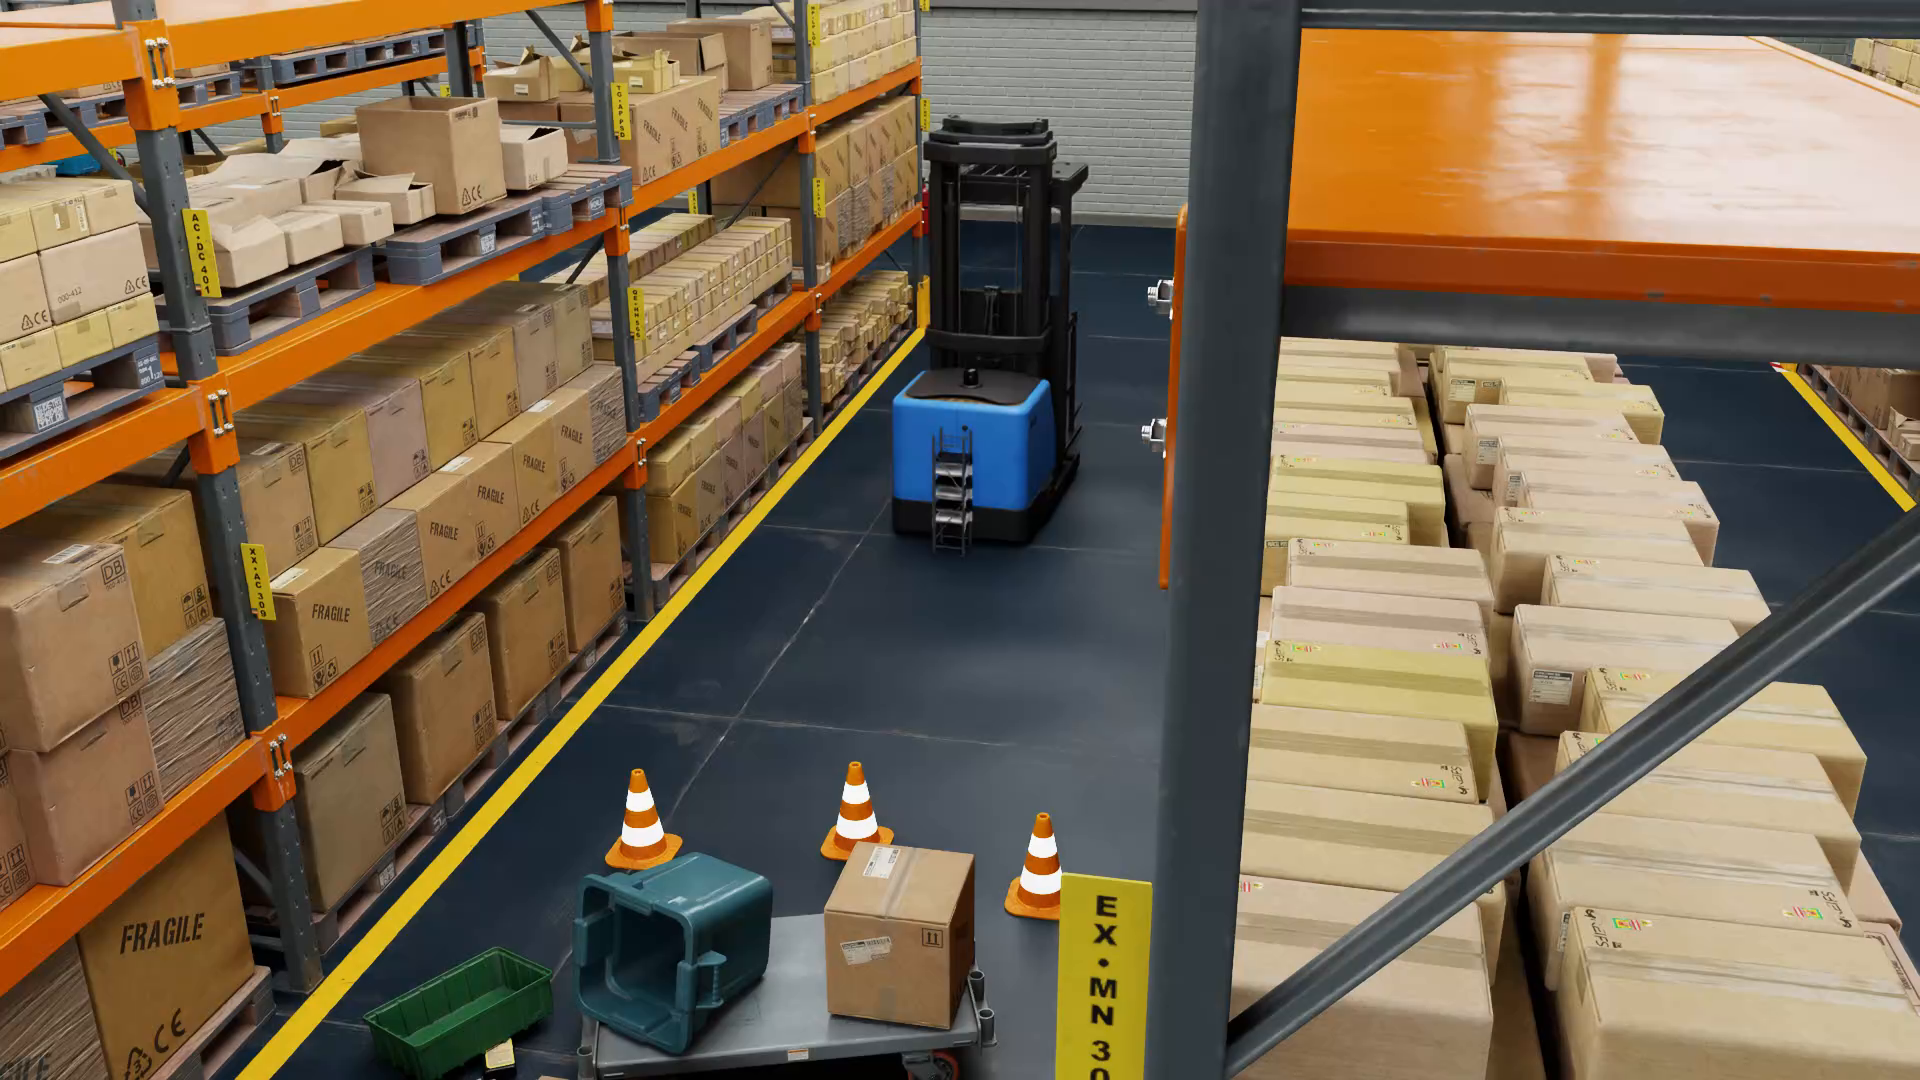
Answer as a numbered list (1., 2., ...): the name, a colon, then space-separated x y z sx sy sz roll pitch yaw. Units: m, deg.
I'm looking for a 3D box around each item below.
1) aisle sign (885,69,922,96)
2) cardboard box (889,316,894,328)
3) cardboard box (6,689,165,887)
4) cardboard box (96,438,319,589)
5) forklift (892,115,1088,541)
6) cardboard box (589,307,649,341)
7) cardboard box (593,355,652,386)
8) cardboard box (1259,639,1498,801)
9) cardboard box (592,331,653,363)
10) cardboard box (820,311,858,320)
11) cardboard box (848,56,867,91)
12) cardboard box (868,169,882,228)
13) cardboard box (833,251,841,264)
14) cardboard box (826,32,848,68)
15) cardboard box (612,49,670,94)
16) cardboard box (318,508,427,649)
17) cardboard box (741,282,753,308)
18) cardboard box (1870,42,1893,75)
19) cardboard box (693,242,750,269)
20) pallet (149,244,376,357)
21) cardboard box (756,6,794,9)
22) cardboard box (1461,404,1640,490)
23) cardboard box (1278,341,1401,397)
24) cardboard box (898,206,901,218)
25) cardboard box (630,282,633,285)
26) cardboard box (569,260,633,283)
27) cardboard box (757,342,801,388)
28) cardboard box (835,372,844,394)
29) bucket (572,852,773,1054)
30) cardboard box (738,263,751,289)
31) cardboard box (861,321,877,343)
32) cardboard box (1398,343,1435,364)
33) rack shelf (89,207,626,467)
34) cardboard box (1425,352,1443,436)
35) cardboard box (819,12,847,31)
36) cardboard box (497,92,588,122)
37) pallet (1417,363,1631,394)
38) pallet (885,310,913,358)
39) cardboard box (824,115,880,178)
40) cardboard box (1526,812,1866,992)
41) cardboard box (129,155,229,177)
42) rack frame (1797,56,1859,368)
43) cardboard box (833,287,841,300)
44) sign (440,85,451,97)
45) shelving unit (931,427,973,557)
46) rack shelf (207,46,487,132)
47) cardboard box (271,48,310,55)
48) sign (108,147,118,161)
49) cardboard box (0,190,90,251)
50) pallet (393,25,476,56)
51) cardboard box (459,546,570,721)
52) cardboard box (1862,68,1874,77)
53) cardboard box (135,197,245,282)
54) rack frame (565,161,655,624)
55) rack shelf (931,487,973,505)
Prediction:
1. aisle sign: -0.595 -5.034 17.357 0.394 0.787 0.004 4 22 11
2. cardboard box: -0.899 -2.296 17.293 0.380 0.149 0.250 4 22 11
3. cardboard box: -3.506 0.834 6.067 0.875 0.550 0.550 4 22 11
4. cardboard box: -3.257 -0.127 7.182 0.700 0.500 0.500 4 22 10
5. forklift: 0.365 -1.873 13.080 1.130 2.935 3.031 6 23 14
6. cardboard box: -2.251 -1.408 10.812 0.380 0.149 0.250 4 22 11
7. cardboard box: -2.247 -1.125 10.905 0.380 0.149 0.250 4 22 10
8. cardboard box: 0.704 0.302 2.842 0.380 0.149 0.250 5 22 11
9. cardboard box: -2.241 -1.276 10.882 0.380 0.149 0.250 5 23 13
10. cardboard box: -1.192 -2.102 16.015 0.380 0.149 0.250 4 22 9
11. cardboard box: -1.148 -4.205 14.964 0.500 0.250 0.500 5 23 13
12. cardboard box: -1.060 -3.268 15.922 0.500 0.500 0.500 6 23 14
13. cardboard box: -1.298 -2.624 15.189 0.380 0.149 0.250 3 22 9
14. cardboard box: -1.280 -4.254 14.418 0.500 0.250 0.500 4 22 11
15. cardboard box: -2.078 -3.006 10.629 0.396 0.266 0.258 4 22 11
16. cardboard box: -2.879 0.162 7.802 0.500 0.500 0.500 5 22 11
17. cardboard box: -1.815 -1.899 12.828 0.380 0.149 0.250 3 22 9
18. cardboard box: 8.381 -4.237 14.647 0.500 0.250 0.500 5 22 12
19. cardboard box: -1.826 -2.175 12.717 0.380 0.149 0.250 4 22 9
20. pallet: -3.214 -1.077 7.253 0.805 0.209 1.217 4 22 9
21. cardboard box: -1.653 -4.804 15.249 0.380 0.149 0.250 4 22 10
22. cardboard box: 1.466 -0.225 4.150 0.380 0.149 0.250 4 22 10
23. cardboard box: 1.043 -0.456 4.724 0.380 0.149 0.250 4 22 9
24. cardboard box: -0.817 -3.386 17.081 0.380 0.149 0.250 4 22 10
25. cardboard box: -2.620 -1.802 12.188 0.380 0.149 0.250 5 22 12
26. cardboard box: -2.619 -1.939 12.131 0.380 0.149 0.250 6 23 14
27. cardboard box: -1.624 -1.452 13.725 0.500 0.250 0.500 4 22 9
28. cardboard box: -1.277 -1.439 15.166 0.380 0.149 0.250 5 22 13
29. bucket: -1.123 1.604 6.703 0.726 0.611 0.620 13 15 29
30. cardboard box: -1.820 -2.034 12.765 0.380 0.149 0.250 3 22 8
31. cardboard box: -1.029 -2.044 16.269 0.380 0.149 0.250 5 22 11
32. cardboard box: 1.492 -0.836 6.038 0.500 0.250 0.500 4 22 10
33. rack shelf: -2.944 -1.224 8.326 1.077 0.370 4.000 4 22 11
34. cardboard box: 1.687 -0.372 5.049 0.500 0.250 0.500 4 22 10
35. cardboard box: -1.209 -4.568 14.664 0.380 0.149 0.250 4 22 9
36. cardboard box: -2.668 -2.564 10.556 0.500 0.500 0.500 4 22 11
37. pallet: 1.744 -0.617 6.106 1.213 0.211 1.003 4 22 11
38. pallet: -1.120 -2.208 17.554 1.003 0.211 1.213 4 22 11
39. cardboard box: -1.059 -3.716 15.694 0.500 0.500 0.500 4 22 9
40. cardboard box: 1.006 0.516 2.312 0.380 0.149 0.250 4 22 11
41. cardboard box: -6.677 -3.053 14.443 0.797 0.503 0.637 4 22 10
42. rack frame: 8.823 -3.106 16.052 1.000 3.000 0.127 4 22 11
43. cardboard box: -1.428 -2.517 17.046 0.380 0.149 0.250 3 22 8
44. sign: -3.067 -2.571 10.016 0.100 0.325 0.005 4 22 11
45. shelving unit: -0.055 -0.344 12.002 0.258 0.900 0.210 6 23 14
46. rack shelf: -6.147 -4.565 16.621 1.077 0.370 4.000 4 22 11
47. cardboard box: -6.454 -4.746 15.277 0.700 0.500 0.500 3 22 8
48. sign: -10.046 -4.656 19.681 0.100 0.325 0.005 4 22 11
49. cardboard box: -3.167 -1.071 5.554 0.380 0.149 0.250 4 22 11
50. pallet: -5.880 -5.317 17.644 1.003 0.211 1.213 4 22 11
51. cardboard box: -2.924 0.487 9.580 1.050 0.750 0.750 5 22 12
52. cardboard box: 8.530 -4.282 15.293 0.380 0.149 0.250 5 22 12
53. cardboard box: -3.365 -1.269 6.978 0.500 0.250 0.500 5 22 11
54. rack frame: -2.536 -0.898 10.568 1.000 3.000 0.127 4 22 11
55. rack shelf: -0.055 -0.313 12.015 0.258 0.077 0.200 6 23 14
